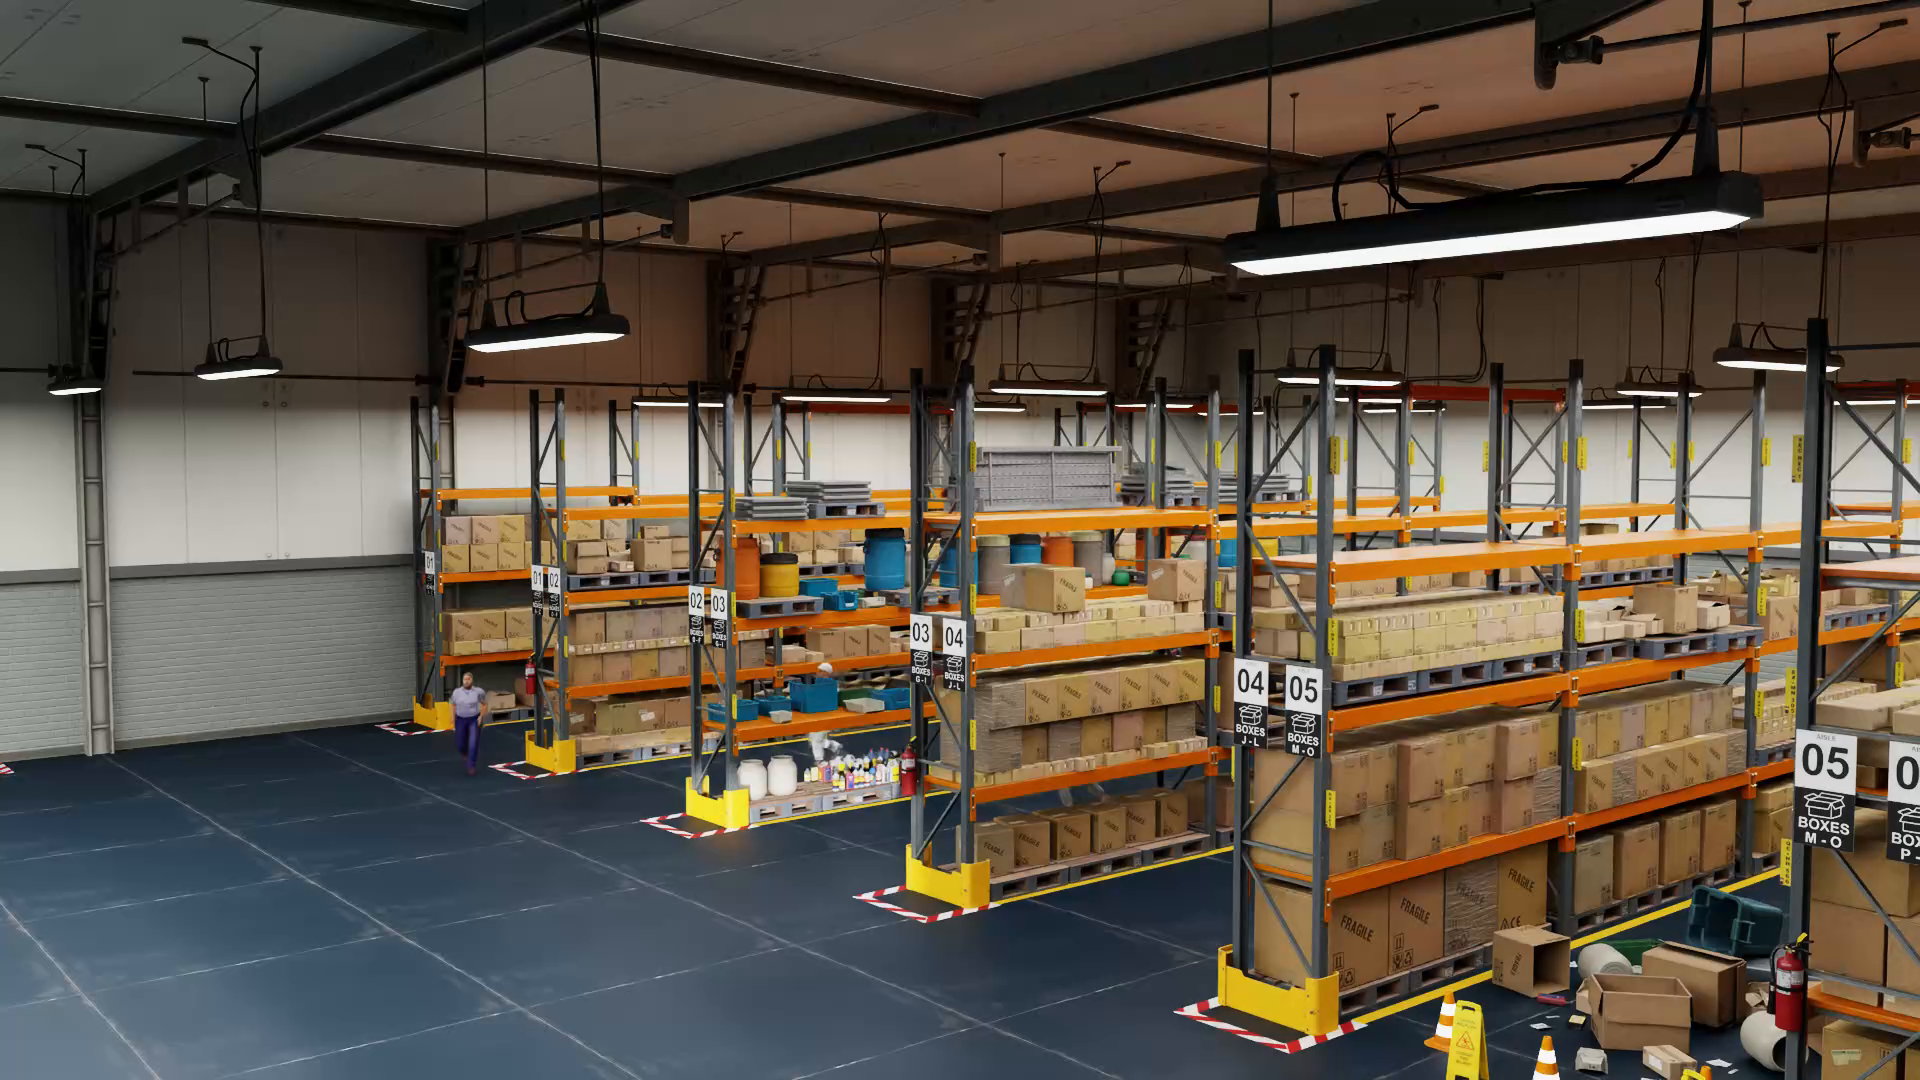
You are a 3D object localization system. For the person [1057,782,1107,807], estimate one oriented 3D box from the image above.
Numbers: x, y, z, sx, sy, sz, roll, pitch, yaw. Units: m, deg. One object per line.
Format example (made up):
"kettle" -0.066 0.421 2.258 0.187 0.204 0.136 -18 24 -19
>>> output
"person" 1.685 3.062 22.624 0.998 1.508 0.611 -2 4 -30

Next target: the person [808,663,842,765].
"person" -2.075 2.774 25.889 0.669 1.745 0.656 -2 4 -35

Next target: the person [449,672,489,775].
"person" -7.672 2.845 26.003 0.593 1.594 0.586 -1 3 -10
